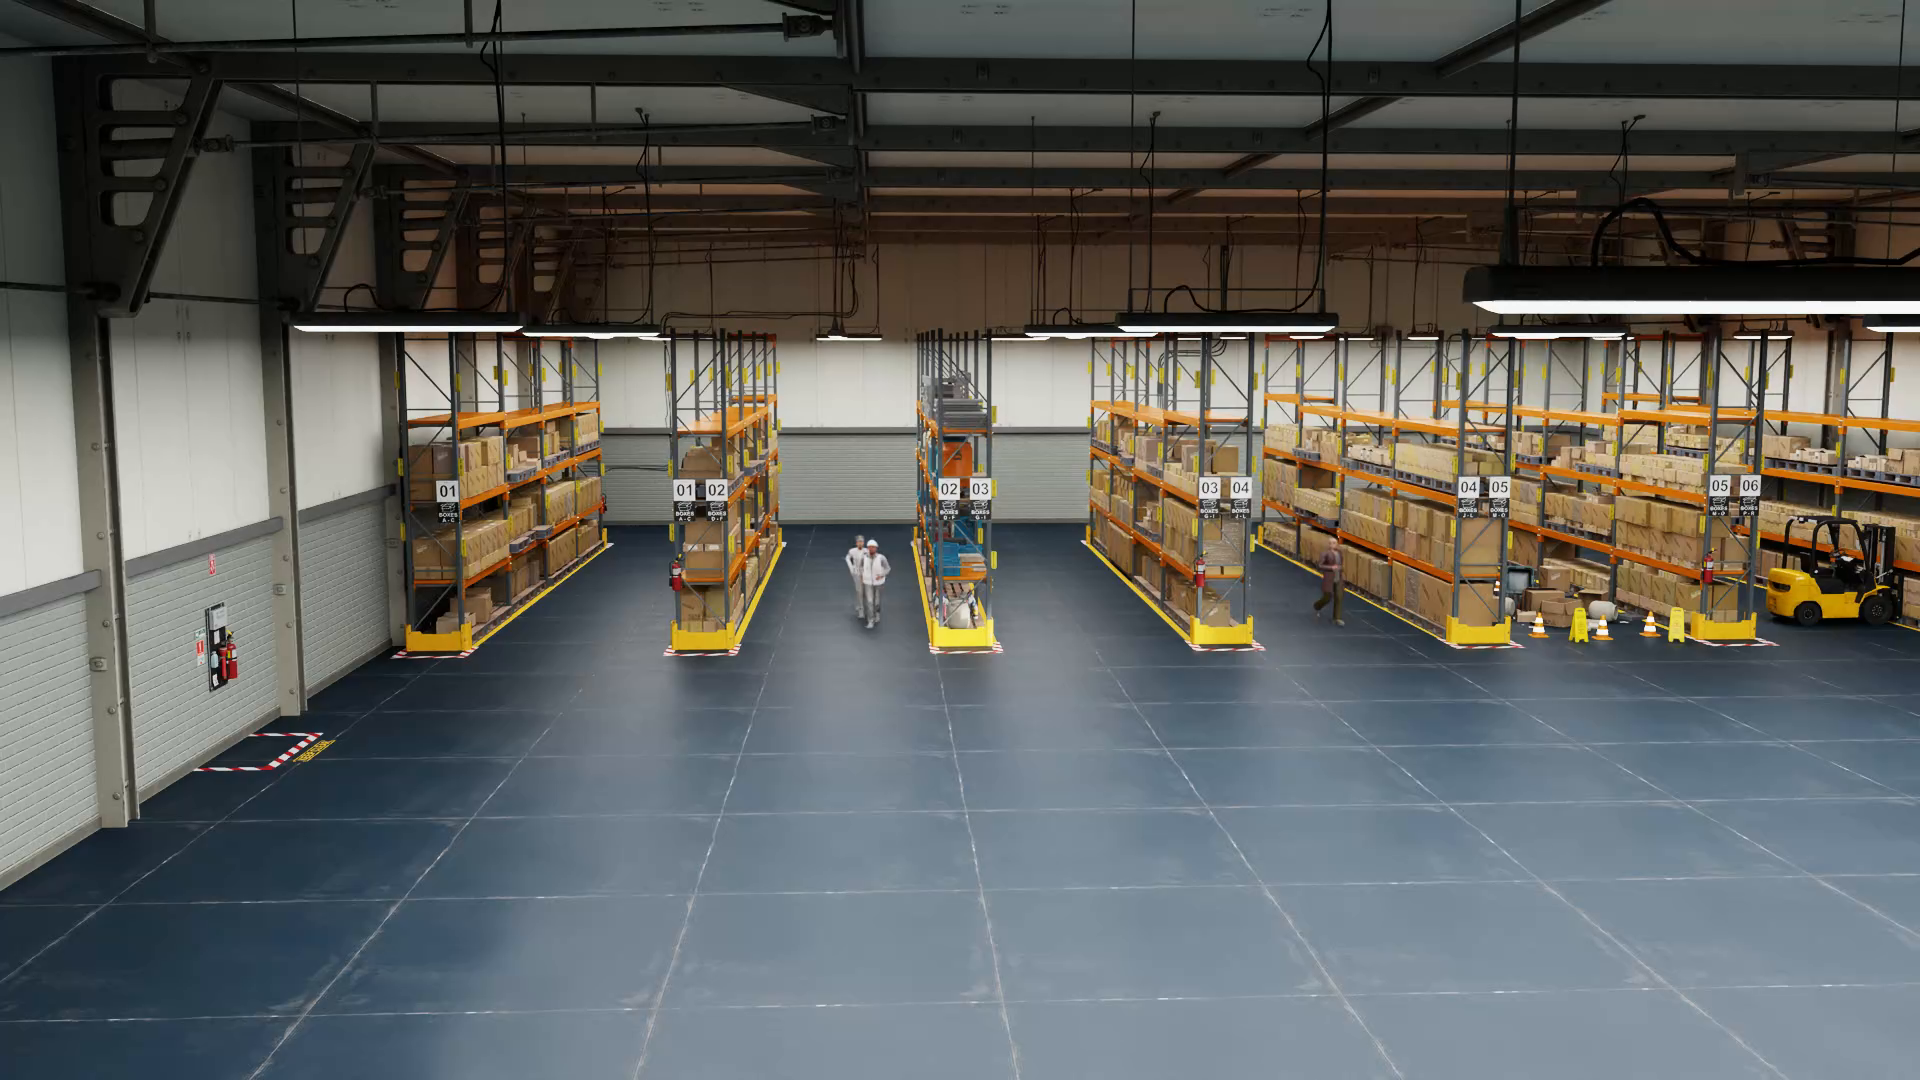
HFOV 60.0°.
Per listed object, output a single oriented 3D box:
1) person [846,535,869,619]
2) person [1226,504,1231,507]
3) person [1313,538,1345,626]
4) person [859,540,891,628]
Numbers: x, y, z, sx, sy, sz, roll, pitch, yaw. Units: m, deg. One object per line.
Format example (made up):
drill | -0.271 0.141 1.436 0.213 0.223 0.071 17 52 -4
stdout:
person | -2.079 0.747 35.138 0.592 1.730 0.849 -2 7 -16
person | 7.737 -0.804 47.860 0.716 1.748 0.987 3 7 20
person | 7.588 0.823 34.021 0.718 1.761 0.965 -3 7 -23
person | -1.725 0.864 33.548 0.659 1.753 0.910 1 7 5
